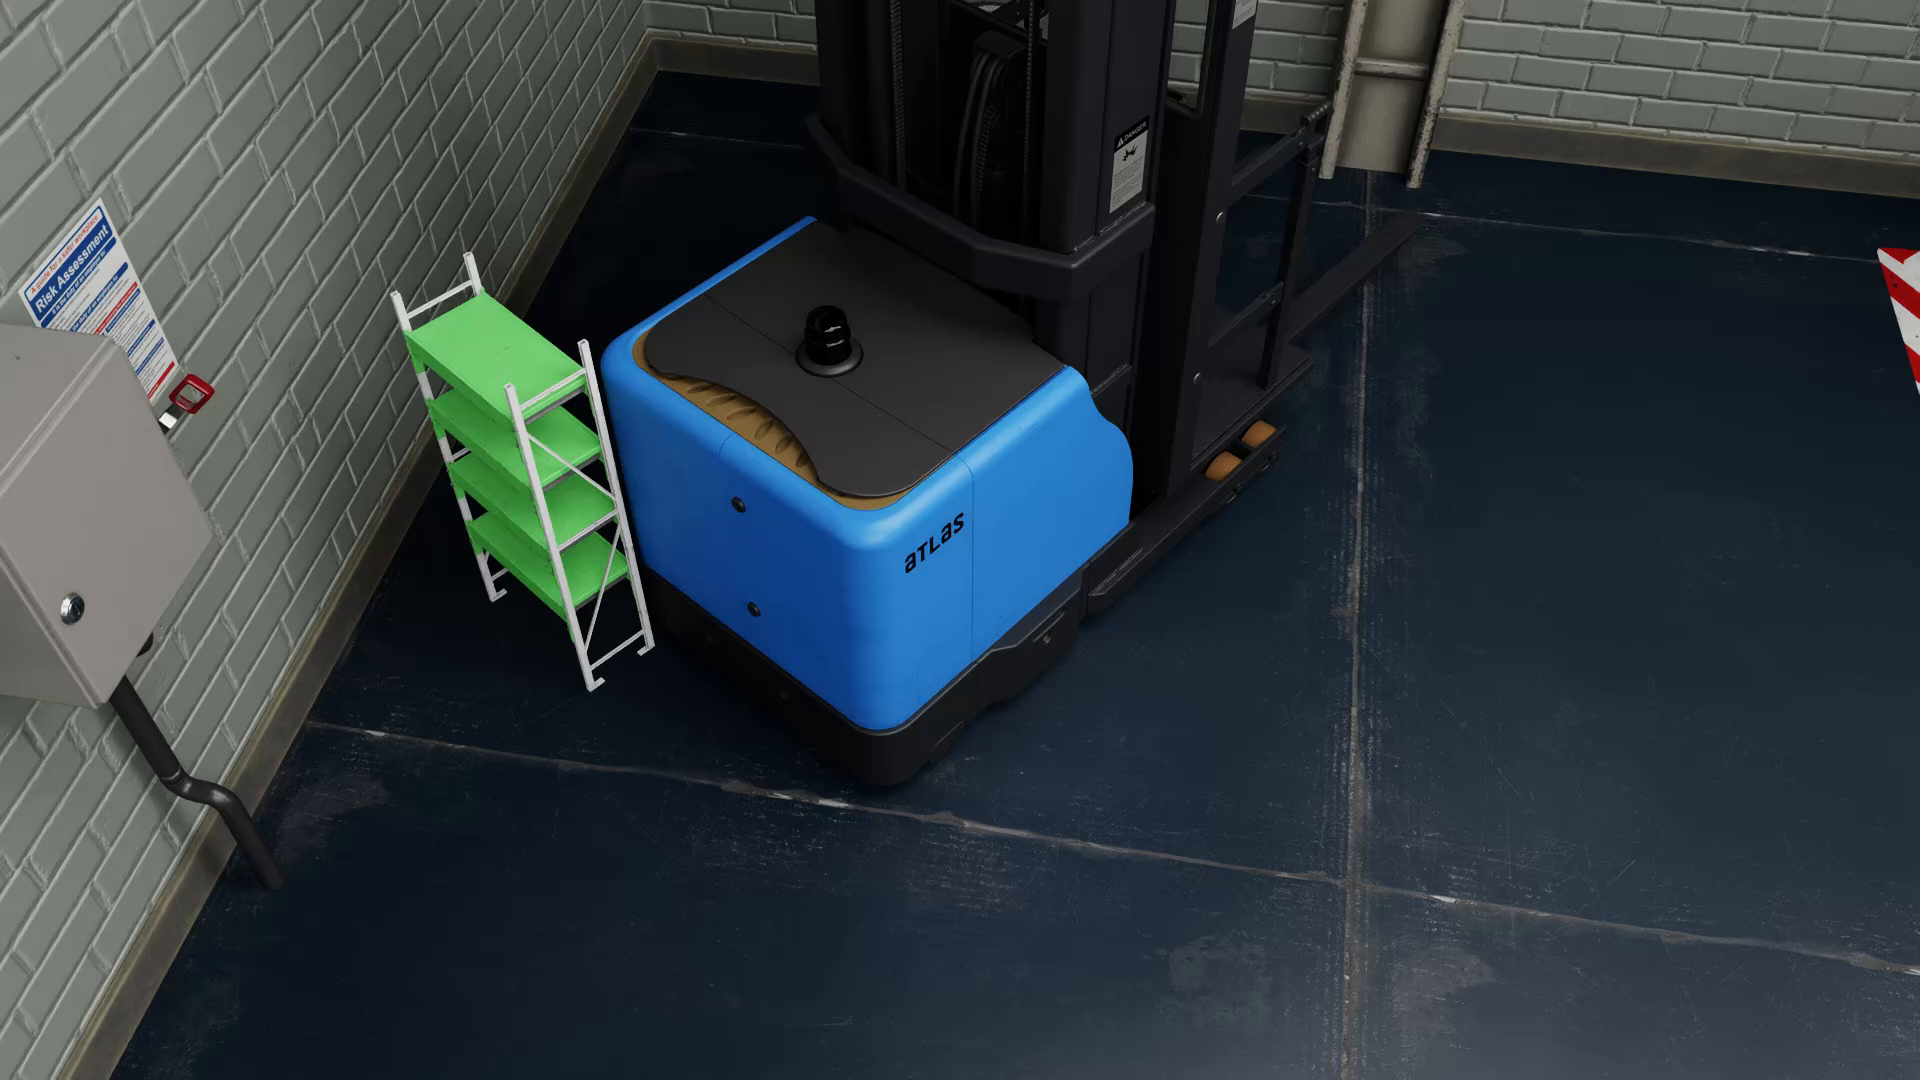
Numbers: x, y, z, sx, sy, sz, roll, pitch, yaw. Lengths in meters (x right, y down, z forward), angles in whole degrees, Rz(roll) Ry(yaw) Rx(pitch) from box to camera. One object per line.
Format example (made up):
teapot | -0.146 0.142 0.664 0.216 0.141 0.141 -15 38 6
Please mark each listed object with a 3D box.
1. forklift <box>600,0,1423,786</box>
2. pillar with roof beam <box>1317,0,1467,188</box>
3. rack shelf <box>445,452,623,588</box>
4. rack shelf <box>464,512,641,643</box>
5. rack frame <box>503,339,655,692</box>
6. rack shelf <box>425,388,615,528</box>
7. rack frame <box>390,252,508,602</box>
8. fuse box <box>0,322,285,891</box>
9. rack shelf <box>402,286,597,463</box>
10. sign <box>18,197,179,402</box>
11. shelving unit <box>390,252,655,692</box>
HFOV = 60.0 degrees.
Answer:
forklift | 0.416 -1.325 4.470 1.130 2.935 3.031 34 56 26
pillar with roof beam | 0.860 -1.366 0.428 0.400 9.000 9.100 8 49 7
rack shelf | -1.175 -0.109 4.628 0.480 0.148 0.258 36 57 28
rack shelf | -1.175 0.051 4.806 0.480 0.148 0.258 36 57 28
rack frame | -1.000 -0.025 4.466 0.015 1.200 0.240 36 57 28
rack shelf | -1.175 -0.270 4.449 0.480 0.148 0.258 36 57 28
rack frame | -1.349 -0.279 4.694 0.015 1.200 0.240 36 57 28
fuse box | -1.796 0.321 3.811 0.414 1.711 0.539 8 49 7
rack shelf | -1.175 -0.430 4.270 0.480 0.148 0.258 36 57 28
sign | -1.912 -0.466 3.716 0.001 0.494 0.329 8 49 7
shelving unit | -1.175 -0.152 4.580 0.503 1.200 0.258 36 57 28
